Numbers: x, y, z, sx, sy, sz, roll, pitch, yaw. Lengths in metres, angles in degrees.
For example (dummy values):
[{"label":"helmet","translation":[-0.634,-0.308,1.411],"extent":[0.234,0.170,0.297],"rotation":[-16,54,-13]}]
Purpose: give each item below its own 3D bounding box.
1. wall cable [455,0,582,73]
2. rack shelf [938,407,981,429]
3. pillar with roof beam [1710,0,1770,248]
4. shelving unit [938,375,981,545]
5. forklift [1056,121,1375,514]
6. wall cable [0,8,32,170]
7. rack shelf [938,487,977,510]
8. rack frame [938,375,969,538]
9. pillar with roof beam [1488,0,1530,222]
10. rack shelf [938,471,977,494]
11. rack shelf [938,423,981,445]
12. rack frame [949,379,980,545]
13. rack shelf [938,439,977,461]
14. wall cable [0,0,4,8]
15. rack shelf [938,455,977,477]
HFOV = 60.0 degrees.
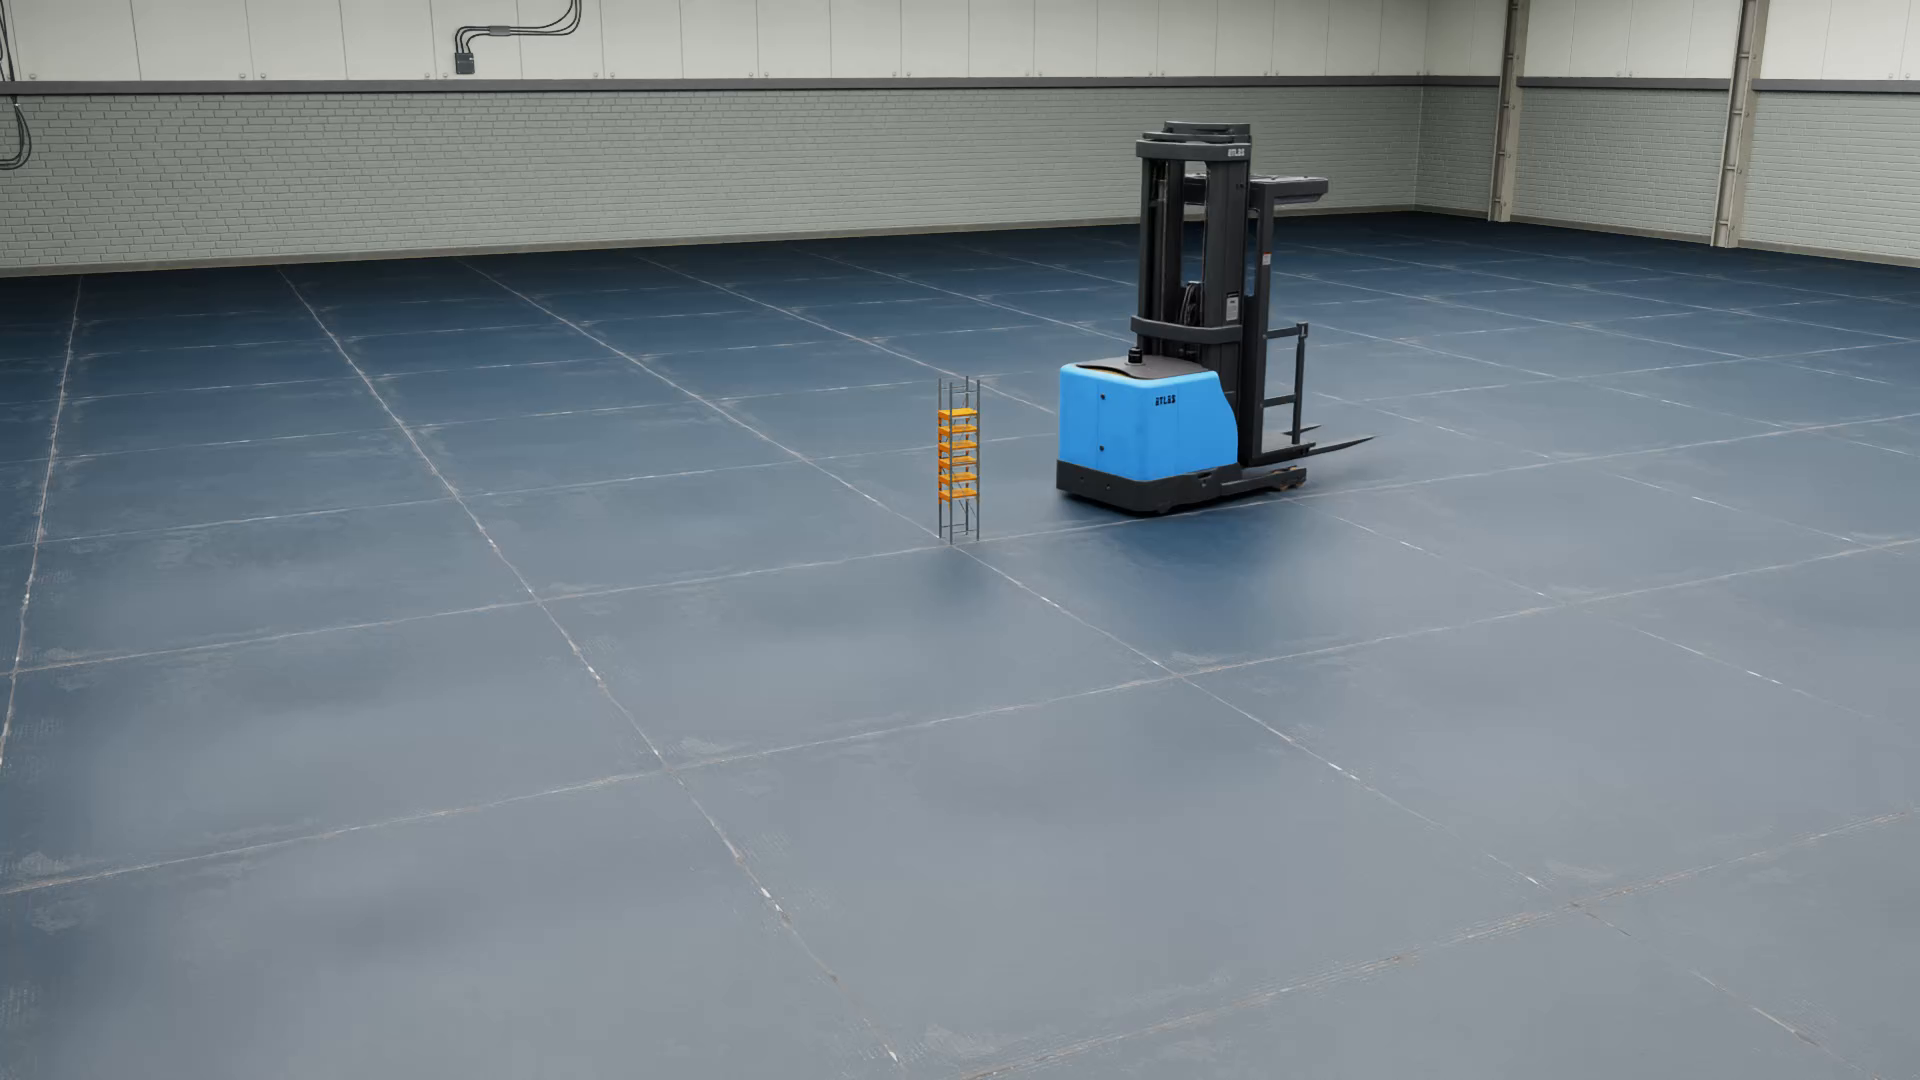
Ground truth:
[{"label":"wall cable","translation":[-7.877,-11.293,29.125],"extent":[2.305,6.003,0.169],"rotation":[-8,18,-25]},{"label":"rack shelf","translation":[-0.006,-0.884,12.011],"extent":[0.258,0.103,0.180],"rotation":[-8,18,-25]},{"label":"pillar with roof beam","translation":[10.759,-9.424,28.775],"extent":[9.100,9.000,0.400],"rotation":[-8,18,-25]},{"label":"shelving unit","translation":[-0.006,-0.580,12.098],"extent":[0.258,1.200,0.189],"rotation":[-8,18,-25]},{"label":"forklift","translation":[2.251,-1.916,13.612],"extent":[3.031,2.935,1.130],"rotation":[-12,20,-37]},{"label":"wall cable","translation":[-16.417,-7.023,26.038],"extent":[3.097,2.526,0.112],"rotation":[-8,18,-25]},{"label":"rack shelf","translation":[-0.006,-0.307,12.176],"extent":[0.258,0.103,0.180],"rotation":[-8,18,-25]},{"label":"rack frame","translation":[-0.046,-0.603,12.177],"extent":[0.240,1.200,0.006],"rotation":[-8,18,-25]},{"label":"pillar with roof beam","translation":[8.131,-10.911,33.959],"extent":[9.100,9.000,0.400],"rotation":[-8,18,-25]},{"label":"rack shelf","translation":[-0.006,-0.422,12.143],"extent":[0.258,0.103,0.180],"rotation":[-8,18,-25]},{"label":"rack shelf","translation":[-0.006,-0.768,12.044],"extent":[0.258,0.103,0.180],"rotation":[-8,18,-25]},{"label":"rack frame","translation":[0.034,-0.558,12.019],"extent":[0.240,1.200,0.006],"rotation":[-8,18,-25]},{"label":"rack shelf","translation":[-0.006,-0.653,12.077],"extent":[0.258,0.103,0.180],"rotation":[-8,18,-25]},{"label":"wall cable","translation":[-13.986,-9.777,26.481],"extent":[3.097,2.526,0.112],"rotation":[-8,18,-25]},{"label":"rack shelf","translation":[-0.006,-0.538,12.110],"extent":[0.258,0.103,0.180],"rotation":[-8,18,-25]}]
